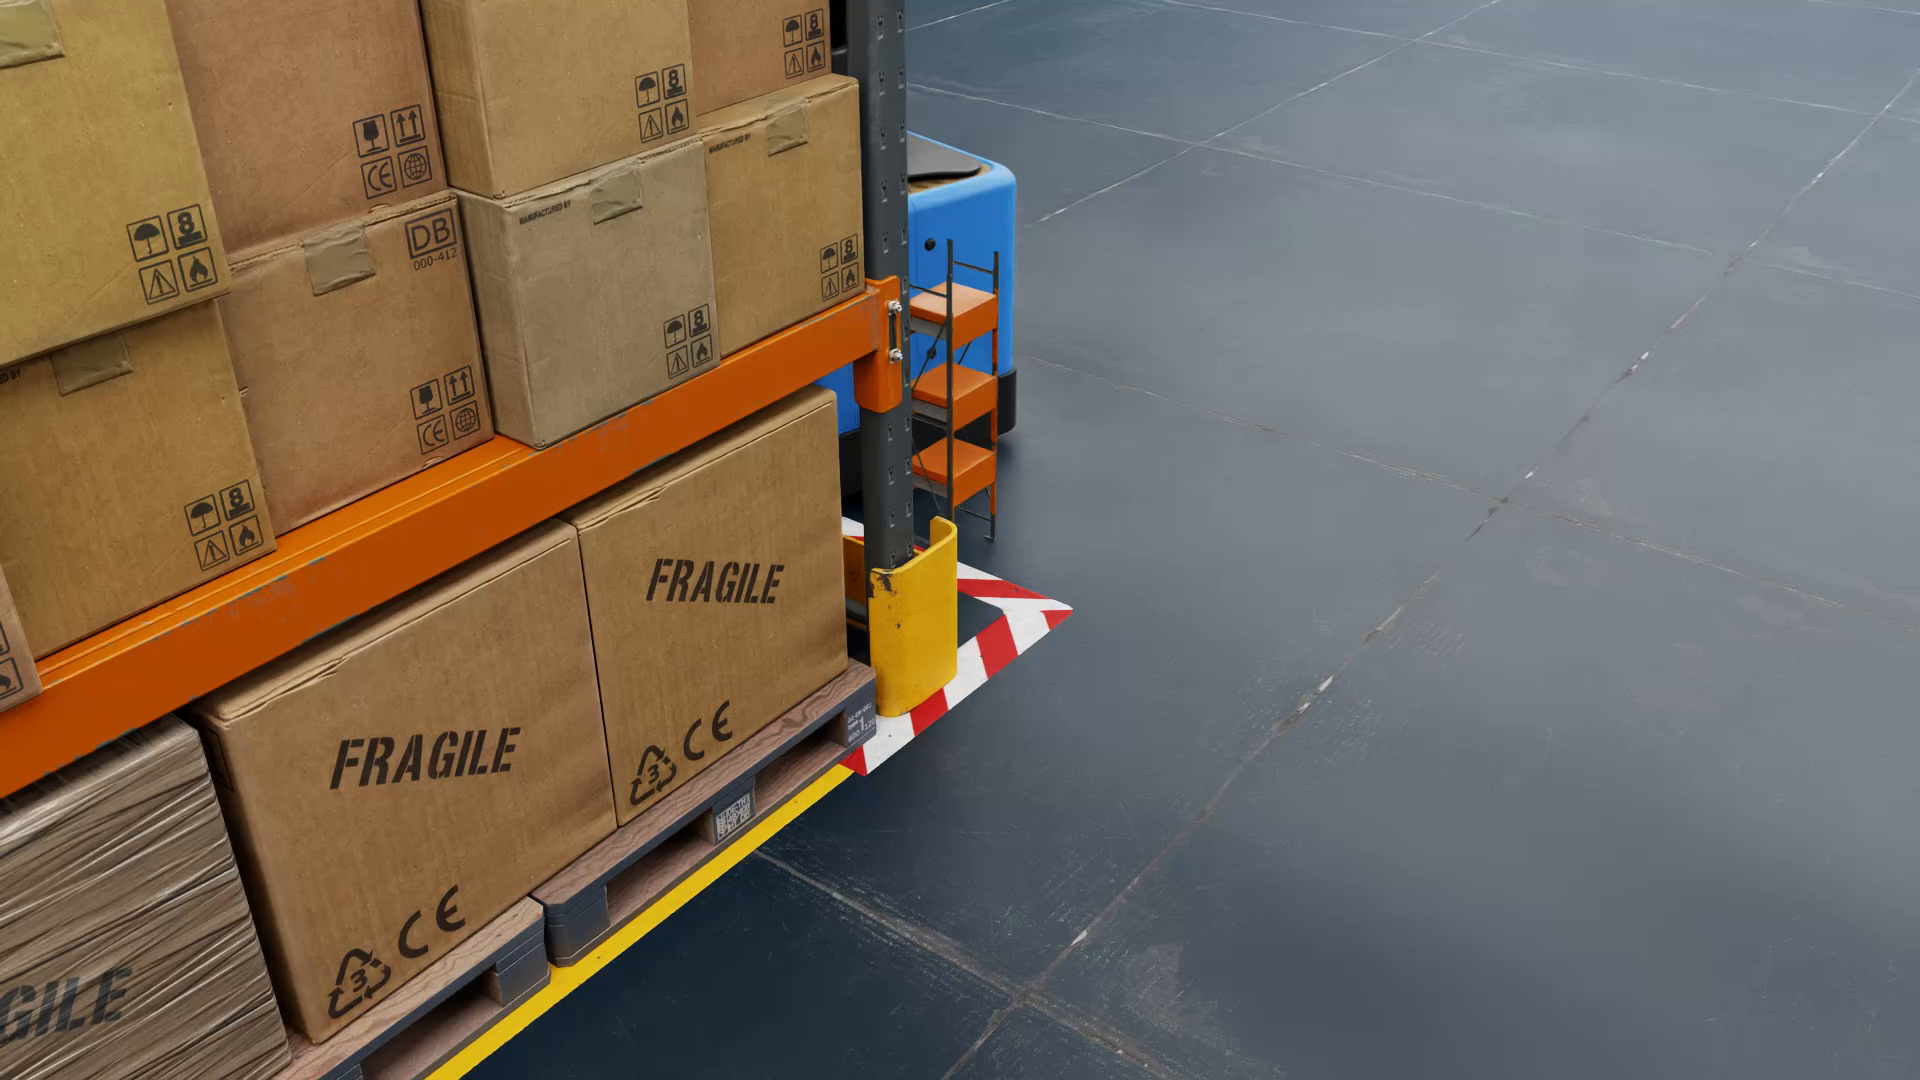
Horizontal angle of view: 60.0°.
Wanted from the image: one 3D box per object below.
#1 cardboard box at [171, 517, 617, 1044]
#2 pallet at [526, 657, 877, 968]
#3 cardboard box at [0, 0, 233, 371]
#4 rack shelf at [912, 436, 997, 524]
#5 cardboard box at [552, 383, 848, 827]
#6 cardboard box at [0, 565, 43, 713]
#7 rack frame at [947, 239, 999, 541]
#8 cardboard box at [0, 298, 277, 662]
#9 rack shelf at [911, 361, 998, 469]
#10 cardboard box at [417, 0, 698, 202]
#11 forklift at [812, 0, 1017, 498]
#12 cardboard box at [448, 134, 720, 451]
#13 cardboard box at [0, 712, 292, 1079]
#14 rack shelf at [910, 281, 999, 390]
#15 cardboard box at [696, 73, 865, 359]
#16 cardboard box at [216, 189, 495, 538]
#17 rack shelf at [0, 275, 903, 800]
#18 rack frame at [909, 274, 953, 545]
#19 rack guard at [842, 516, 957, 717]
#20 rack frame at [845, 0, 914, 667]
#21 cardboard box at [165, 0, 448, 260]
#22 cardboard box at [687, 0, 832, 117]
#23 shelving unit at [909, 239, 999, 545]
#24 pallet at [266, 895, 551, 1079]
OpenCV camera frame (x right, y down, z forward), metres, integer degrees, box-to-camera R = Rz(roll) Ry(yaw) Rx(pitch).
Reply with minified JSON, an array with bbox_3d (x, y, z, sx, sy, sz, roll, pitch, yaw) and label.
[{"bbox_3d":[-1.452,0.391,3.820,0.875,0.875,0.875,20,36,31],"label":"cardboard box"},{"bbox_3d":[-0.986,0.552,4.612,1.003,0.211,1.213,21,37,31],"label":"pallet"},{"bbox_3d":[-1.742,-0.694,2.772,0.875,0.550,0.500,21,37,31],"label":"cardboard box"},{"bbox_3d":[-0.032,-0.182,5.593,0.215,0.259,0.240,21,37,31],"label":"rack shelf"},{"bbox_3d":[-0.923,0.033,4.425,0.875,0.875,0.875,21,37,32],"label":"cardboard box"},{"bbox_3d":[-2.034,-0.003,2.665,0.875,0.550,0.550,21,37,31],"label":"cardboard box"},{"bbox_3d":[0.041,-0.480,5.529,0.200,1.050,0.008,21,37,31],"label":"rack frame"},{"bbox_3d":[-1.794,-0.249,3.081,0.875,0.550,0.500,21,37,31],"label":"cardboard box"},{"bbox_3d":[-0.032,-0.421,5.451,0.215,0.259,0.240,21,37,31],"label":"rack shelf"},{"bbox_3d":[-1.079,-1.135,3.517,0.875,0.550,0.550,21,37,31],"label":"cardboard box"},{"bbox_3d":[-1.124,-2.055,6.343,1.130,2.935,3.031,-24,38,-34],"label":"forklift"},{"bbox_3d":[-1.069,-0.666,3.785,0.875,0.550,0.550,21,37,31],"label":"cardboard box"},{"bbox_3d":[-2.004,0.761,3.196,0.875,0.875,0.875,21,37,32],"label":"cardboard box"},{"bbox_3d":[-0.032,-0.665,5.307,0.215,0.259,0.240,21,37,31],"label":"rack shelf"},{"bbox_3d":[-0.754,-0.896,4.173,0.875,0.550,0.550,21,37,31],"label":"cardboard box"},{"bbox_3d":[-1.507,-0.477,3.466,0.875,0.550,0.550,21,37,31],"label":"cardboard box"},{"bbox_3d":[-1.773,0.126,3.301,1.077,0.370,4.000,21,37,31],"label":"rack shelf"},{"bbox_3d":[-0.106,-0.380,5.362,0.200,1.050,0.008,21,37,31],"label":"rack frame"},{"bbox_3d":[-0.552,0.069,5.143,1.175,0.500,0.348,21,37,31],"label":"rack guard"},{"bbox_3d":[-0.566,-0.997,4.490,1.000,3.000,0.127,21,37,31],"label":"rack frame"},{"bbox_3d":[-1.526,-0.949,3.203,0.875,0.550,0.550,21,37,31],"label":"cardboard box"},{"bbox_3d":[-0.821,-1.387,3.942,0.875,0.550,0.550,21,37,31],"label":"cardboard box"},{"bbox_3d":[-0.032,-0.430,5.446,0.215,1.050,0.252,21,37,31],"label":"shelving unit"},{"bbox_3d":[-1.723,1.046,3.778,1.003,0.211,1.213,21,37,31],"label":"pallet"}]
